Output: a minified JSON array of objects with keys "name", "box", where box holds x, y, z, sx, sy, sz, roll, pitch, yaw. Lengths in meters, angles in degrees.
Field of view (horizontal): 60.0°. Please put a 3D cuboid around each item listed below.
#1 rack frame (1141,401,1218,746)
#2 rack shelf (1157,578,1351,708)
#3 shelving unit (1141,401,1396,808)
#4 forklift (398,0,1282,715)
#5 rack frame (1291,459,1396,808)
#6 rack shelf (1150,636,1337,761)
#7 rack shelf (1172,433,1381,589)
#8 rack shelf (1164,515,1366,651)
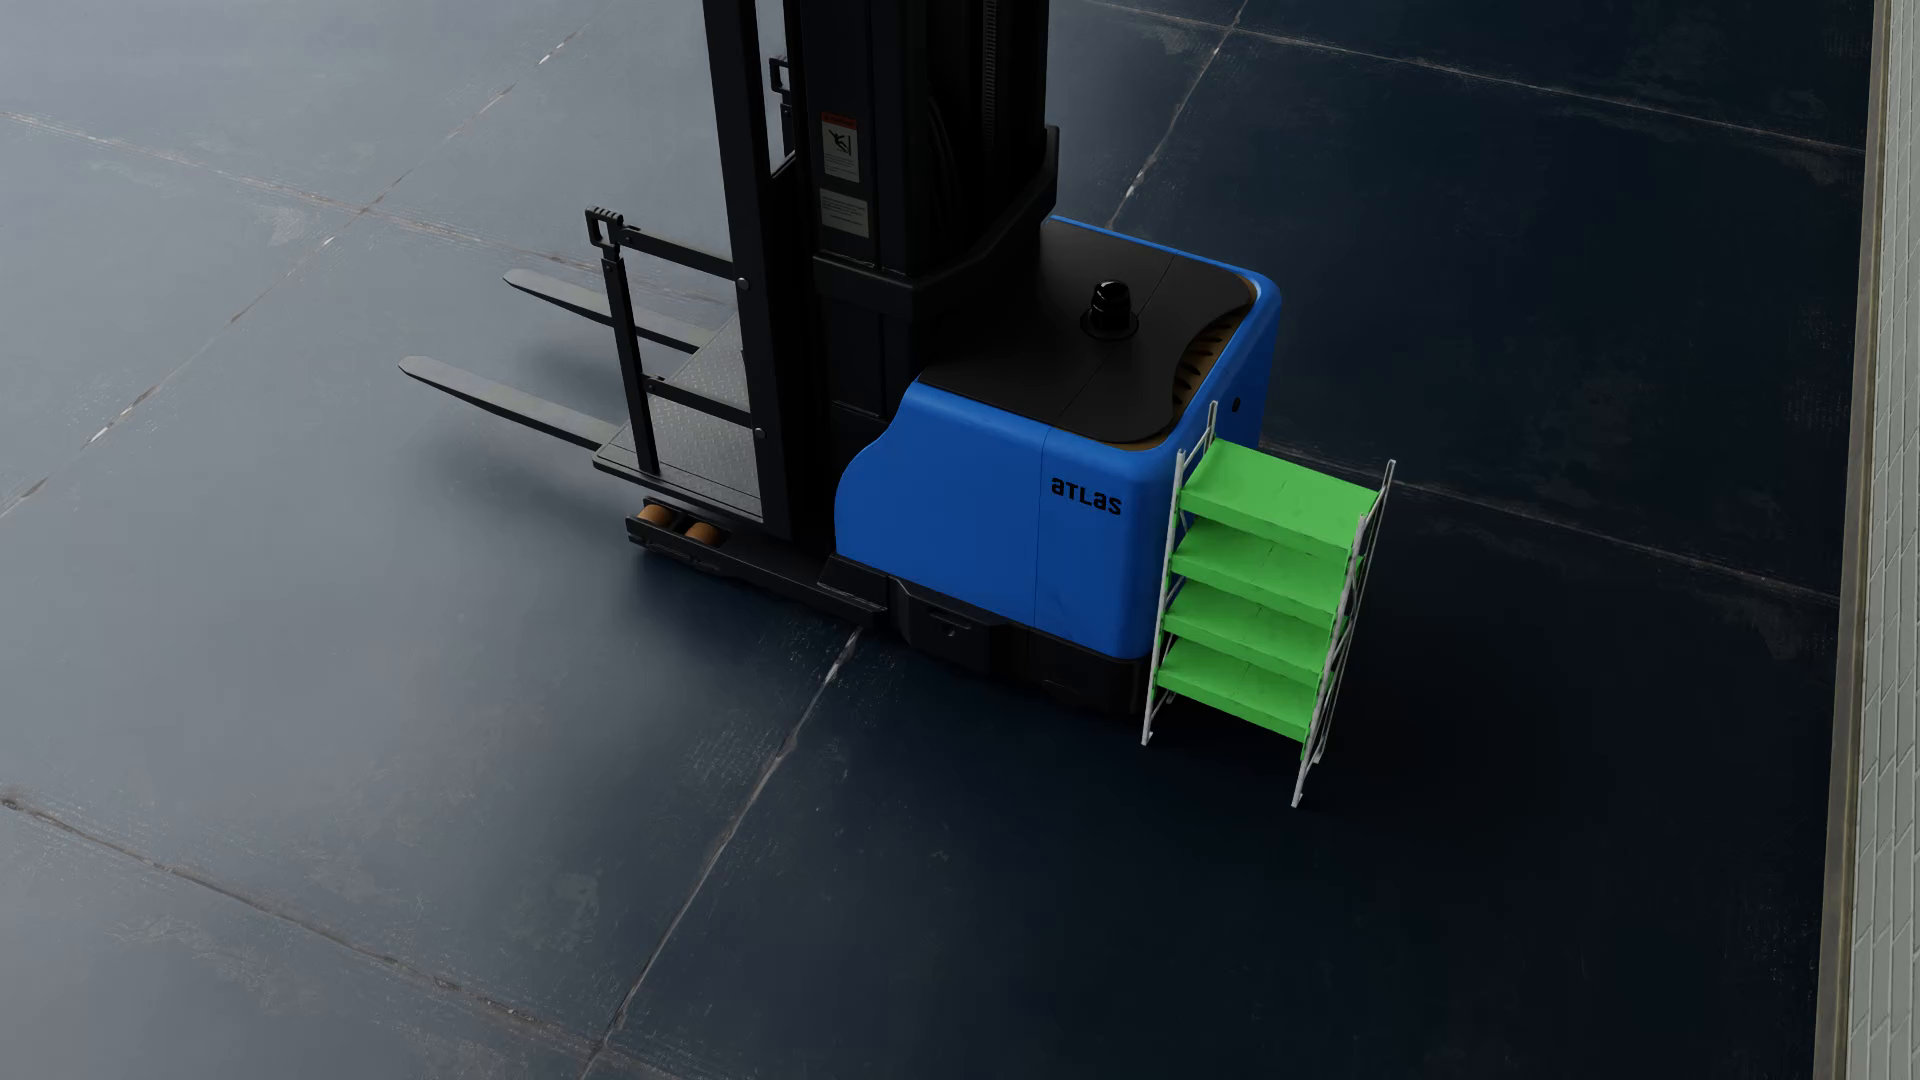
[{"name":"rack frame","box":[0.622,0.131,4.767,0.015,1.200,0.240,21,49,20]},{"name":"rack shelf","box":[0.836,0.259,4.730,0.480,0.148,0.258,21,49,20]},{"name":"shelving unit","box":[0.836,0.213,4.685,0.503,1.200,0.258,21,49,20]},{"name":"forklift","box":[-0.560,-1.242,4.920,3.031,2.935,1.130,20,48,19]},{"name":"rack frame","box":[1.051,0.296,4.602,0.015,1.200,0.240,21,49,20]},{"name":"rack shelf","box":[0.836,0.429,4.899,0.480,0.148,0.258,21,49,20]},{"name":"rack shelf","box":[0.836,-0.082,4.391,0.480,0.148,0.258,21,49,20]},{"name":"rack shelf","box":[0.836,0.089,4.561,0.480,0.148,0.258,21,49,20]}]
